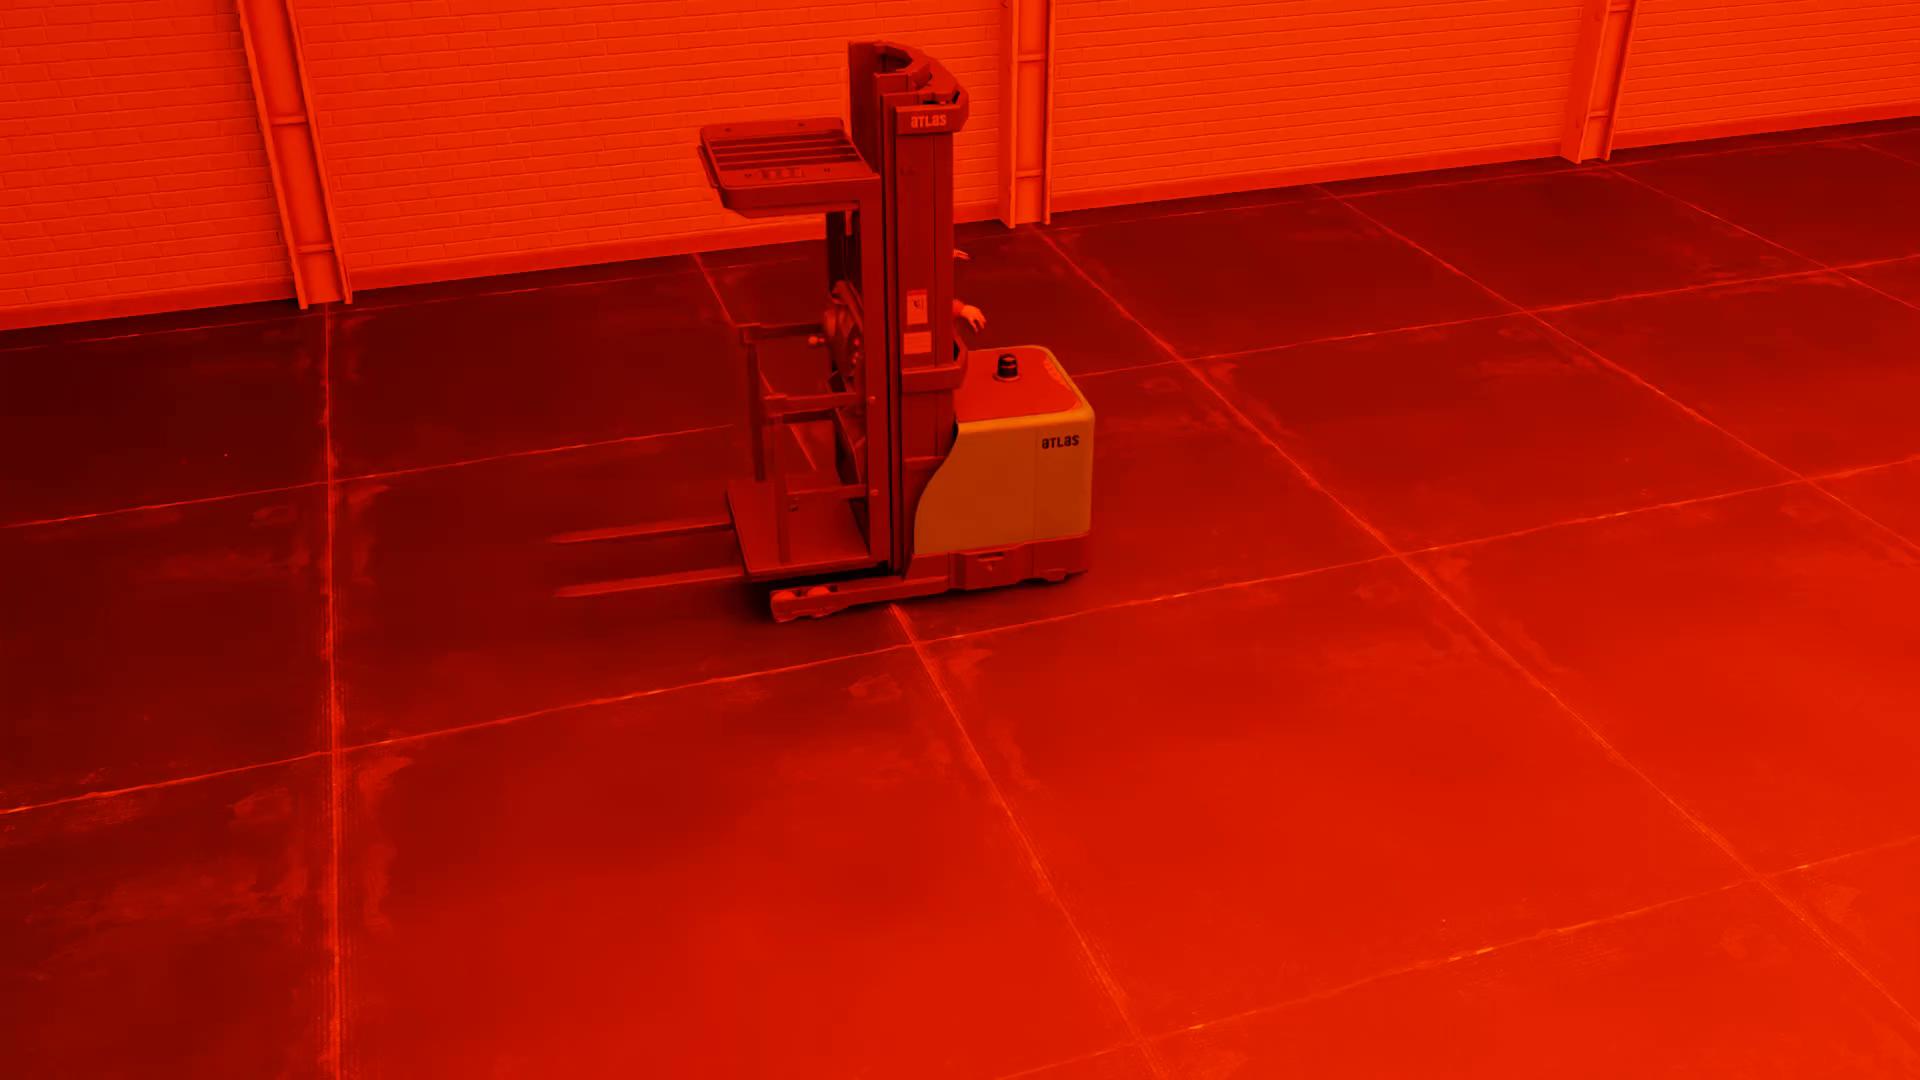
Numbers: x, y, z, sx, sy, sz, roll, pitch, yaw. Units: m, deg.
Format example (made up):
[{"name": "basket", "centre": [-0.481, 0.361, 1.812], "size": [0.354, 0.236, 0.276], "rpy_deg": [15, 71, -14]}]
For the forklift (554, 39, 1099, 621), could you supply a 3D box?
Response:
[{"name": "forklift", "centre": [-0.792, -1.110, 9.016], "size": [3.031, 2.935, 1.130], "rpy_deg": [-7, 31, -12]}]

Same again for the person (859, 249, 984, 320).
[{"name": "person", "centre": [-0.217, -1.482, 11.040], "size": [1.040, 1.526, 1.011], "rpy_deg": [24, 38, 36]}]
